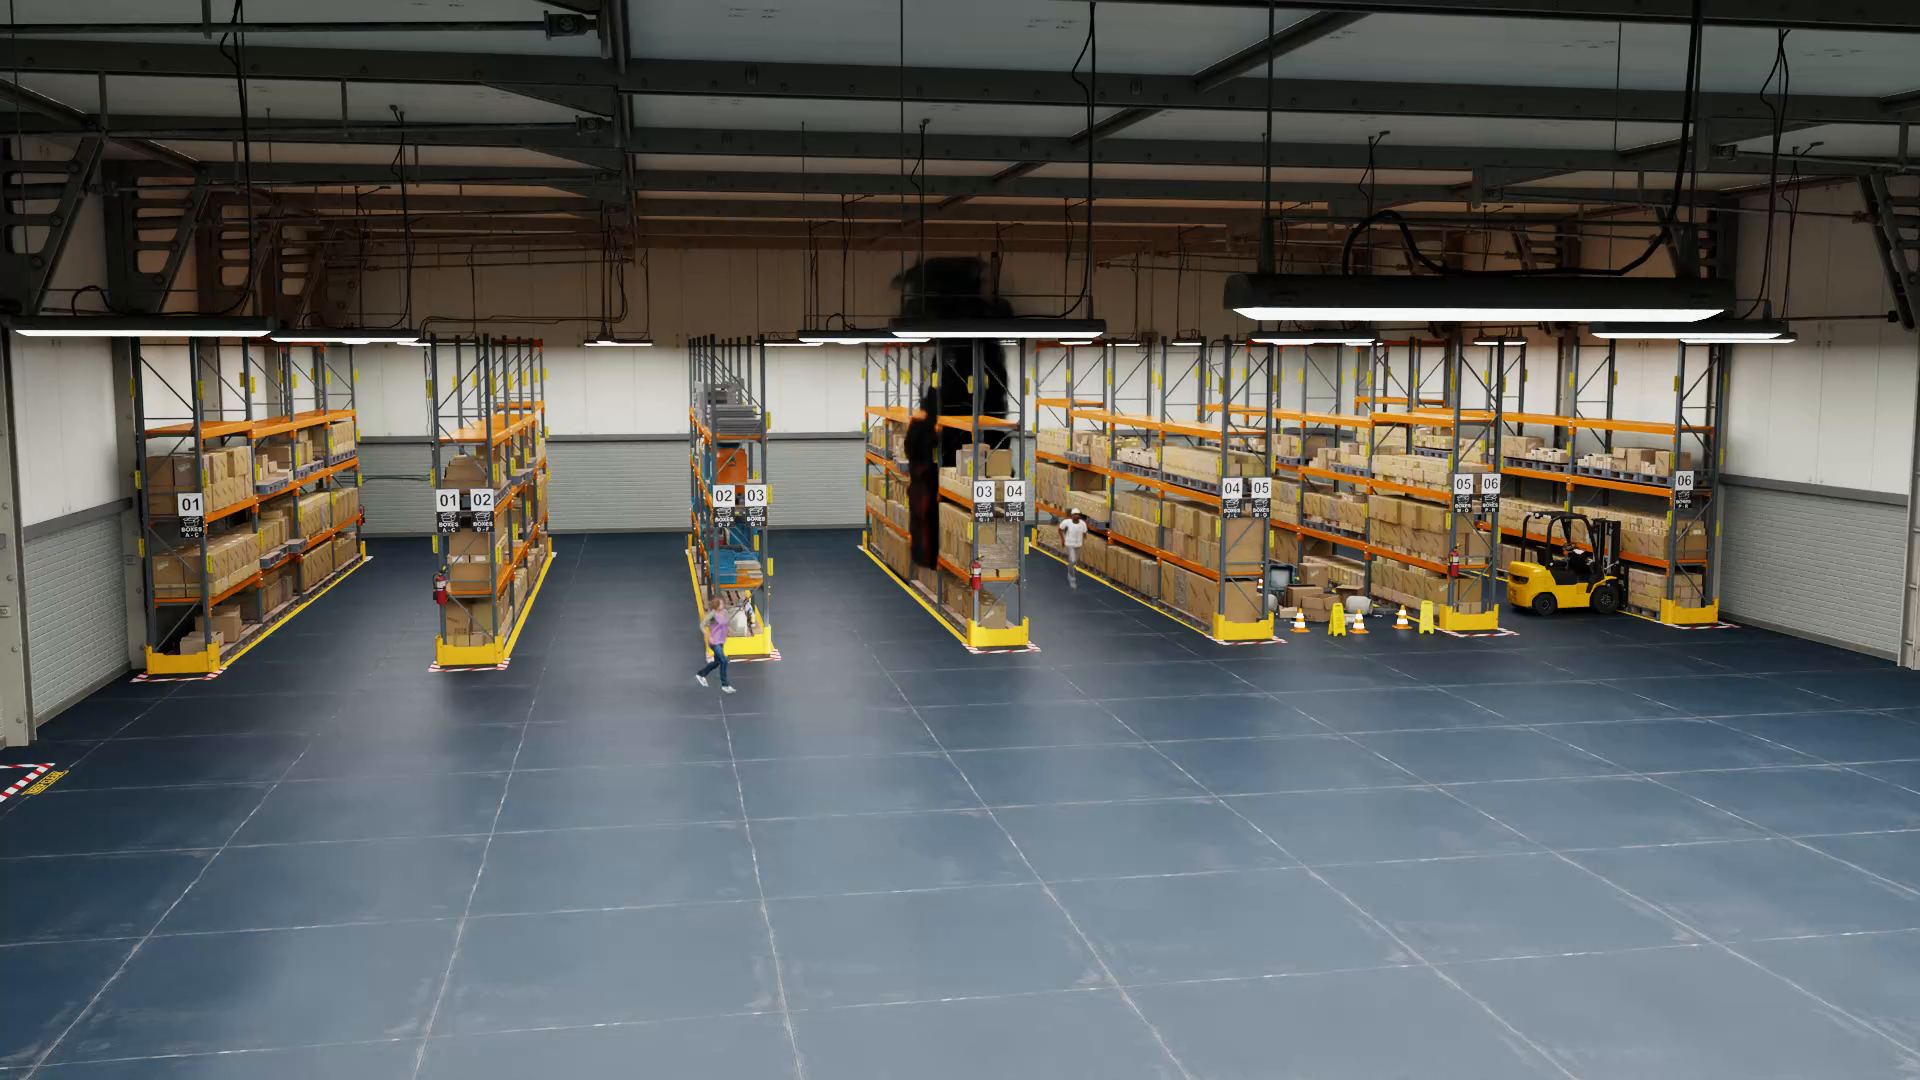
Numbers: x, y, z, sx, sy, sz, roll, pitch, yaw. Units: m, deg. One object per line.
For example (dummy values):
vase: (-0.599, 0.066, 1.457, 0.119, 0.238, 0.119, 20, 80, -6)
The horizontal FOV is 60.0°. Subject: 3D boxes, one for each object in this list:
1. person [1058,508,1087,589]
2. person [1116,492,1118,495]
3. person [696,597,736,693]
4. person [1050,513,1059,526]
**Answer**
person: (2.660, 0.182, 38.555, 0.606, 1.868, 0.815, -3, 7, -23)
person: (4.602, -0.578, 47.975, 0.616, 1.653, 0.554, -3, 7, -21)
person: (-4.102, 1.749, 27.848, 0.783, 1.605, 0.541, 2, 7, 18)
person: (2.905, -0.751, 49.776, 0.740, 1.591, 0.561, 2, 7, 19)
